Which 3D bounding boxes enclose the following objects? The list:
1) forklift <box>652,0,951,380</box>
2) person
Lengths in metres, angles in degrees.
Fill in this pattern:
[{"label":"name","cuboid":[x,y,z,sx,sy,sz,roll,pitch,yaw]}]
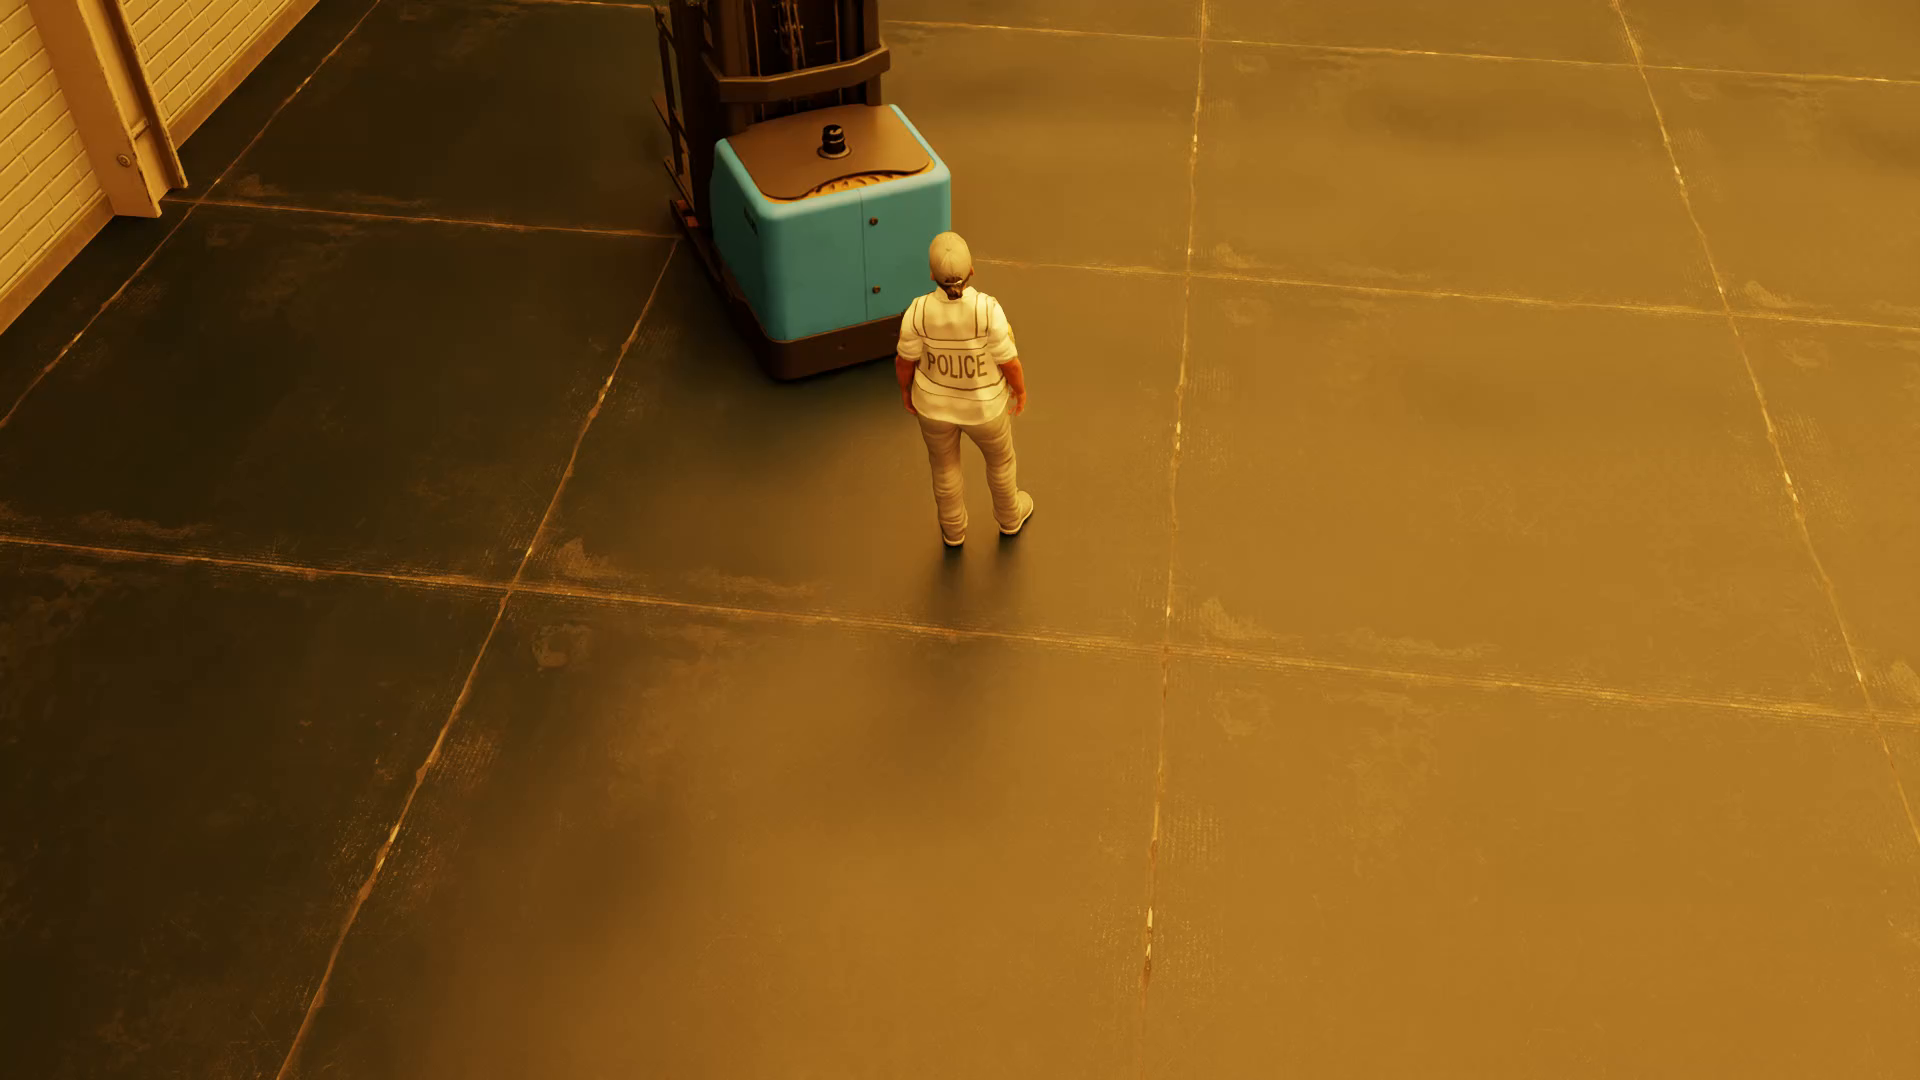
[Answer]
[{"label":"forklift","cuboid":[-1.073,-2.923,8.906,1.130,2.935,3.031,-16,45,-17]},{"label":"person","cuboid":[0.033,-0.668,7.376,0.598,1.670,0.529,5,43,6]}]
